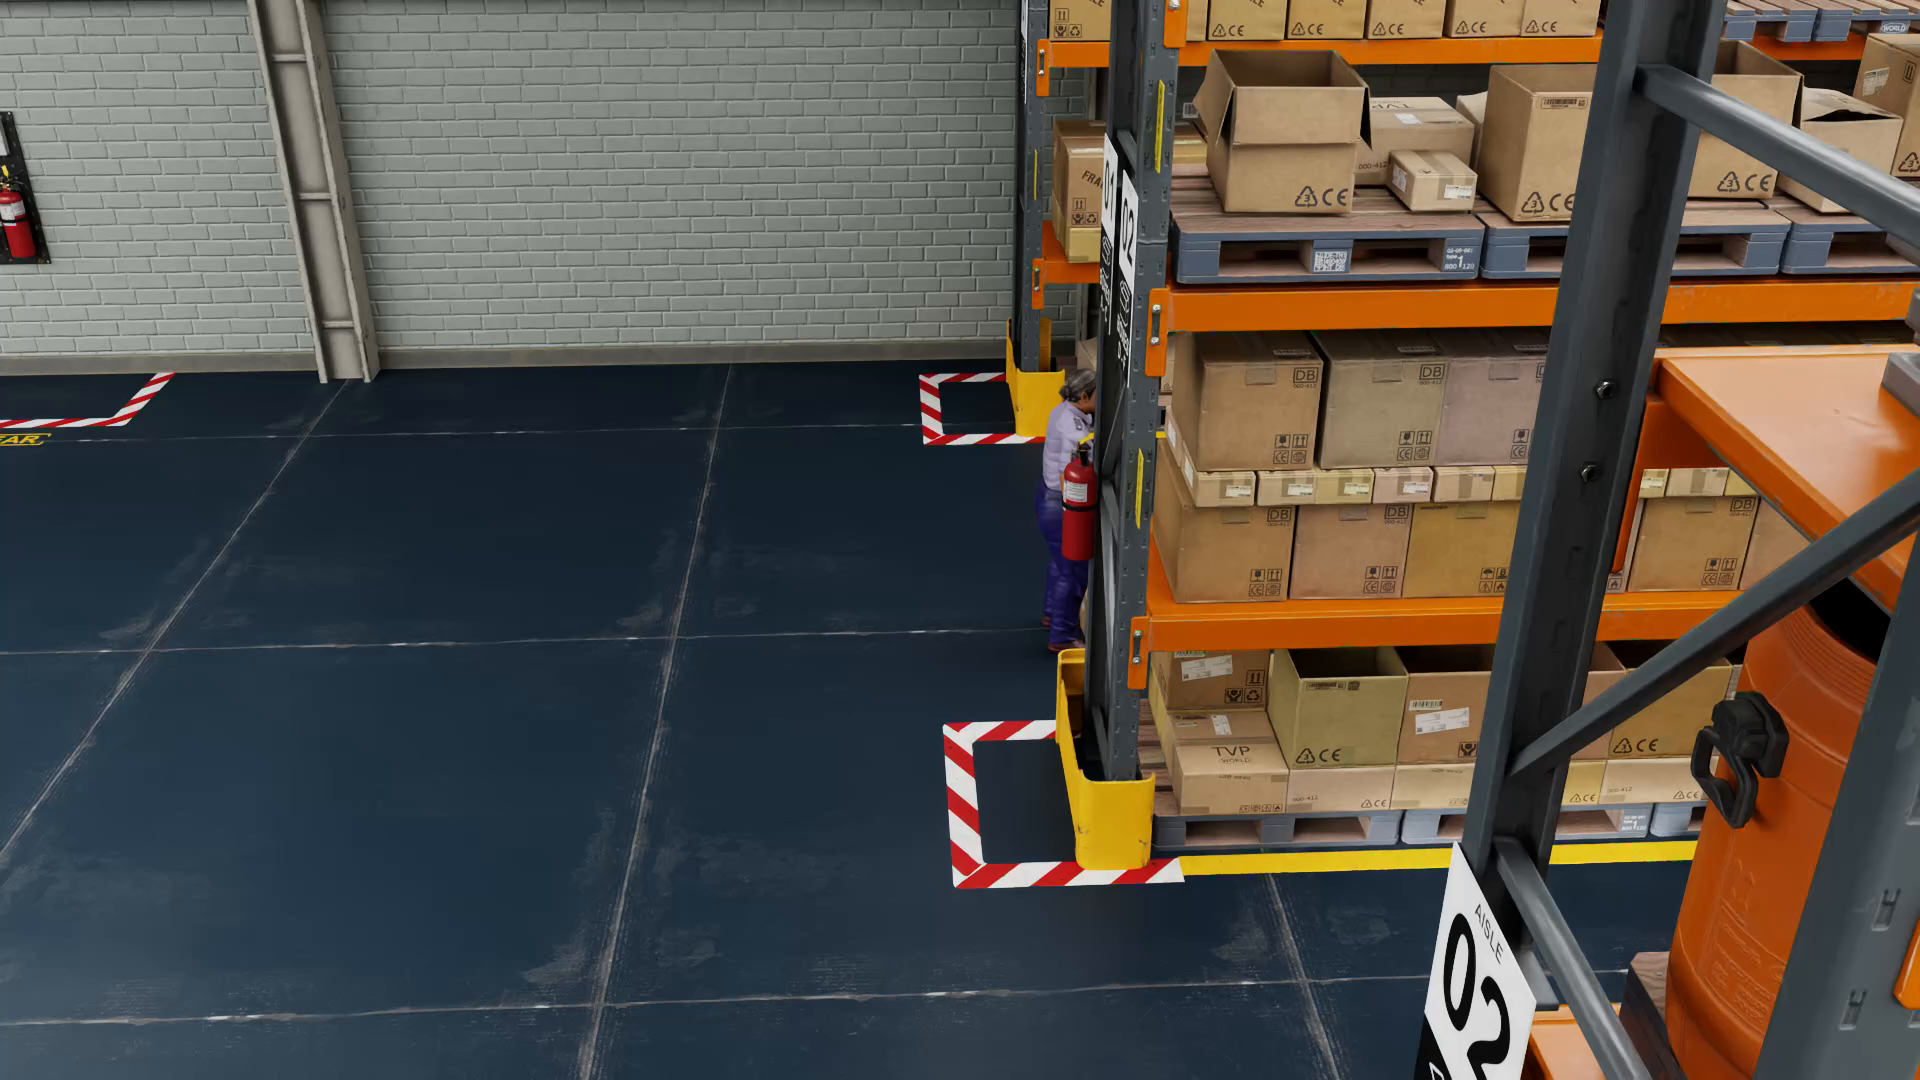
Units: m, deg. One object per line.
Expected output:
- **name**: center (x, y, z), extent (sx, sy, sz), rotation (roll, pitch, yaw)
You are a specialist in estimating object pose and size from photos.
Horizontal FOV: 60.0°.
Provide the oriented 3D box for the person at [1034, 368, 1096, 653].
- **person**: center (0.619, -0.178, 9.312), extent (0.345, 1.652, 0.541), rotation (-1, 28, -3)
